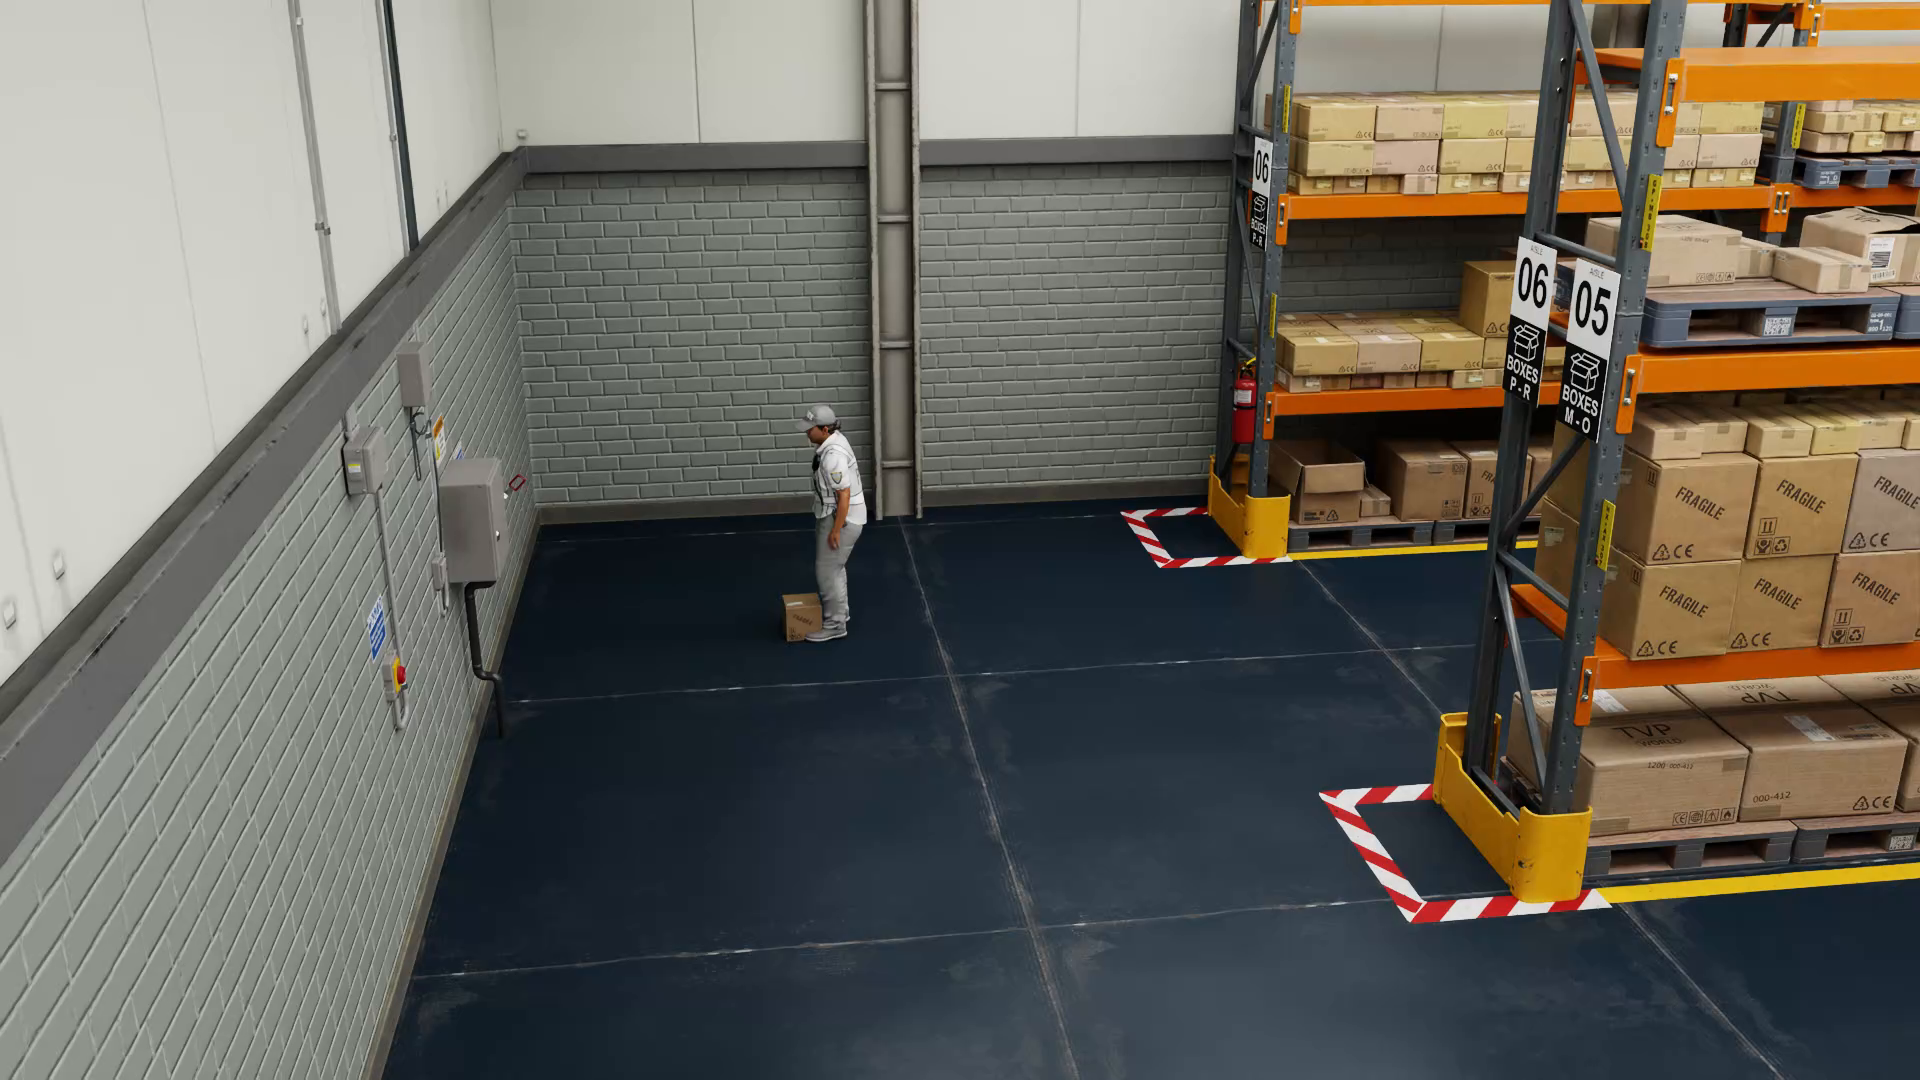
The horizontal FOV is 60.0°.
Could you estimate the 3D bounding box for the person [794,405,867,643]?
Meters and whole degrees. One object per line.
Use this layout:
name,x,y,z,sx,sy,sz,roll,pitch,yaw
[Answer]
person,-0.890,-0.137,11.439,0.471,1.665,0.562,-4,21,-11
